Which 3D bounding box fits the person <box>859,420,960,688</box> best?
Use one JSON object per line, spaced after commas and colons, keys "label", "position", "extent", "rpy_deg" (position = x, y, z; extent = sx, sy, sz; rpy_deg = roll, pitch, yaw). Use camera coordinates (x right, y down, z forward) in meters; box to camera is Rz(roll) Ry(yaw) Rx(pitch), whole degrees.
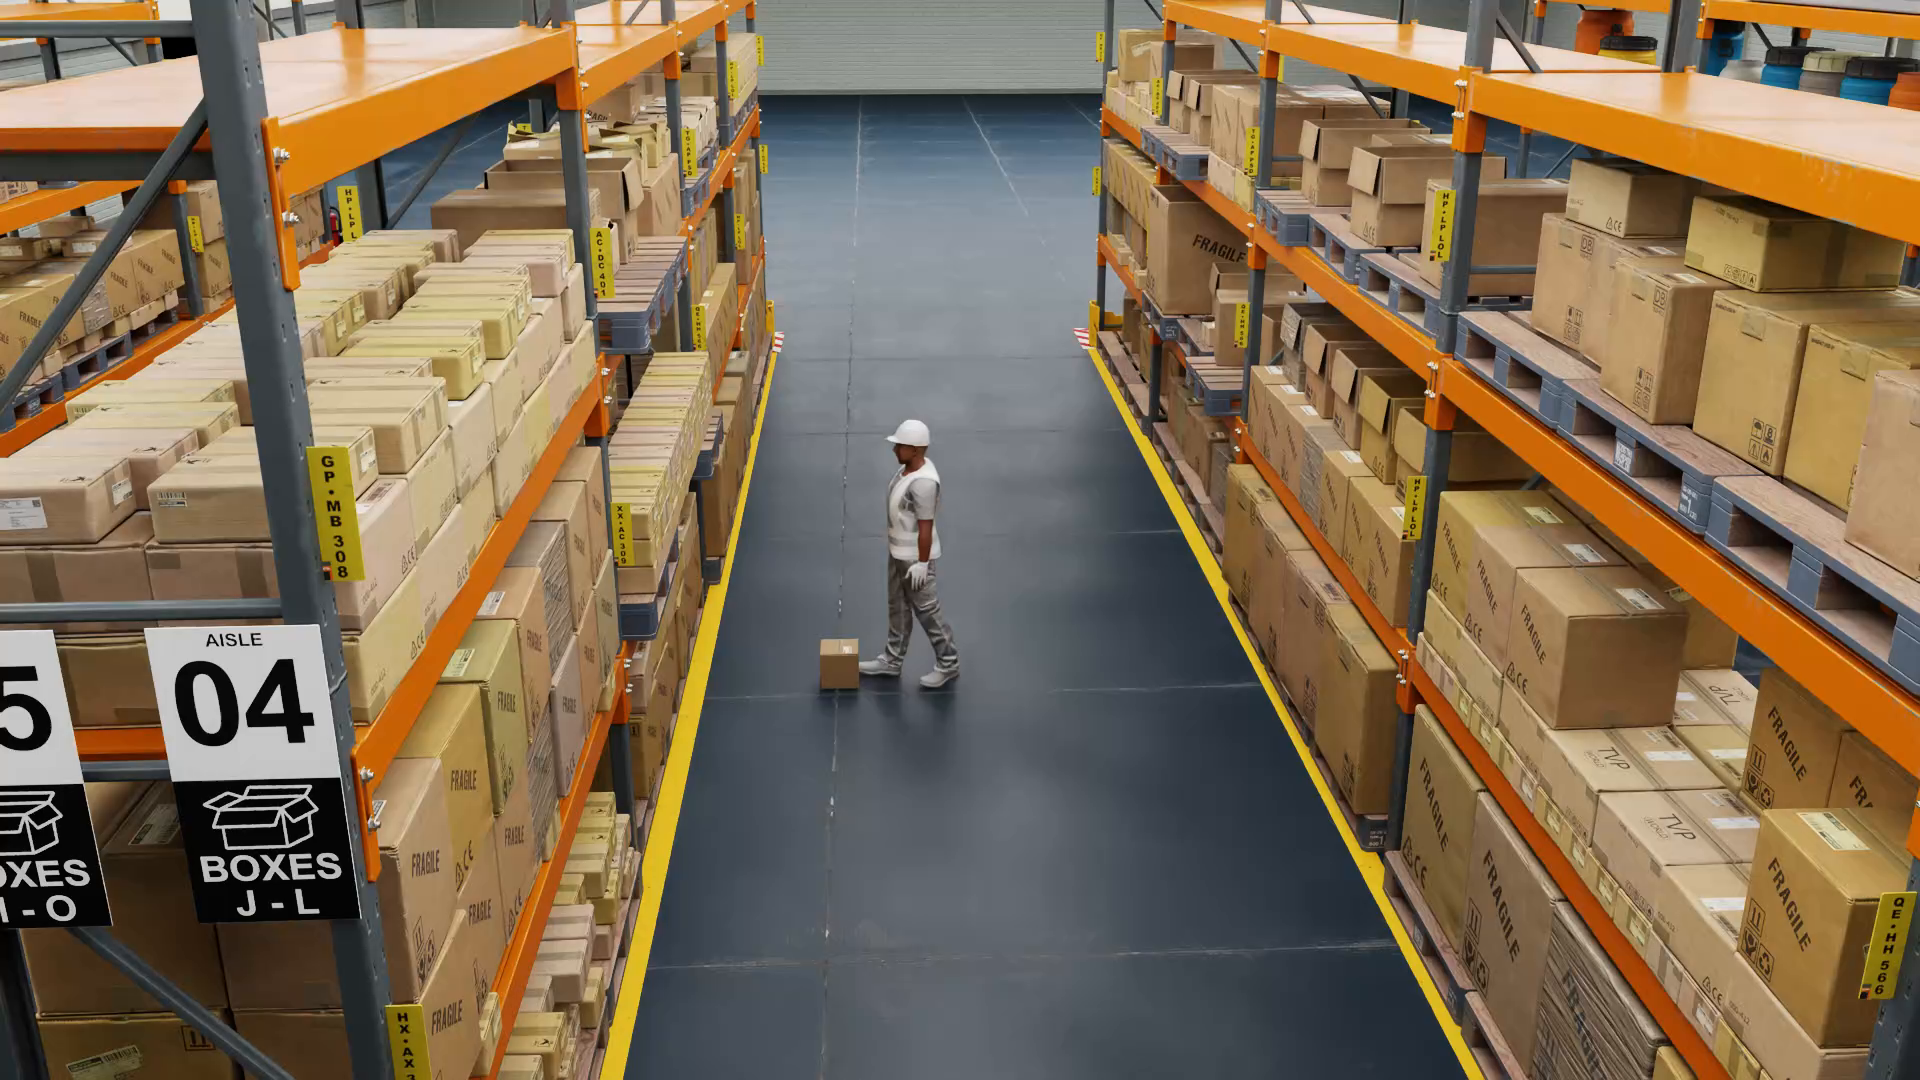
{"label": "person", "position": [-0.348, 0.088, 10.782], "extent": [0.675, 1.787, 0.569], "rpy_deg": [-3, 20, -9]}
